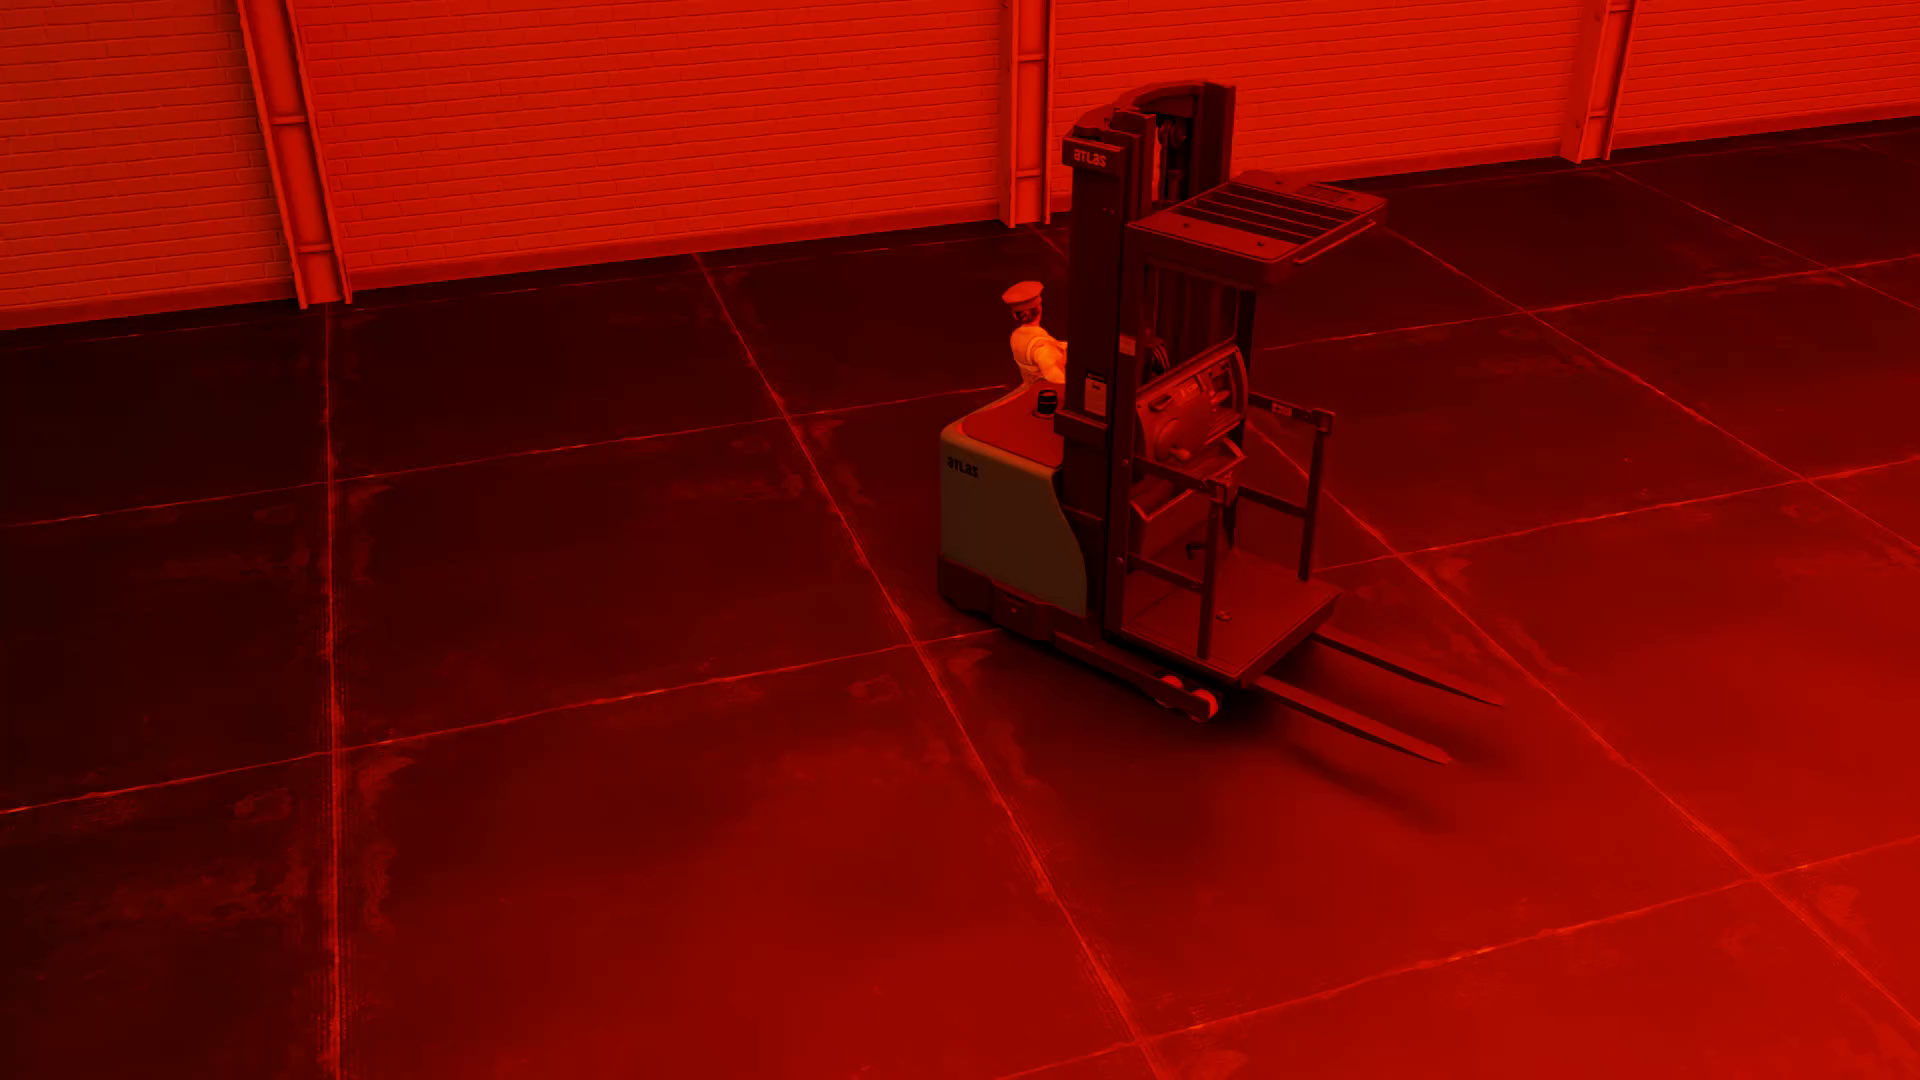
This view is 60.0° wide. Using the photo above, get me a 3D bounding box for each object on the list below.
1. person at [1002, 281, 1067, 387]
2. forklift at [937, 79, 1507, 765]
[{"bbox_3d":[0.583,-0.736,9.757,0.841,1.556,0.713,-21,36,-32],"label":"person"},{"bbox_3d":[1.326,-0.645,8.208,3.031,2.935,1.130,23,37,34],"label":"forklift"}]
